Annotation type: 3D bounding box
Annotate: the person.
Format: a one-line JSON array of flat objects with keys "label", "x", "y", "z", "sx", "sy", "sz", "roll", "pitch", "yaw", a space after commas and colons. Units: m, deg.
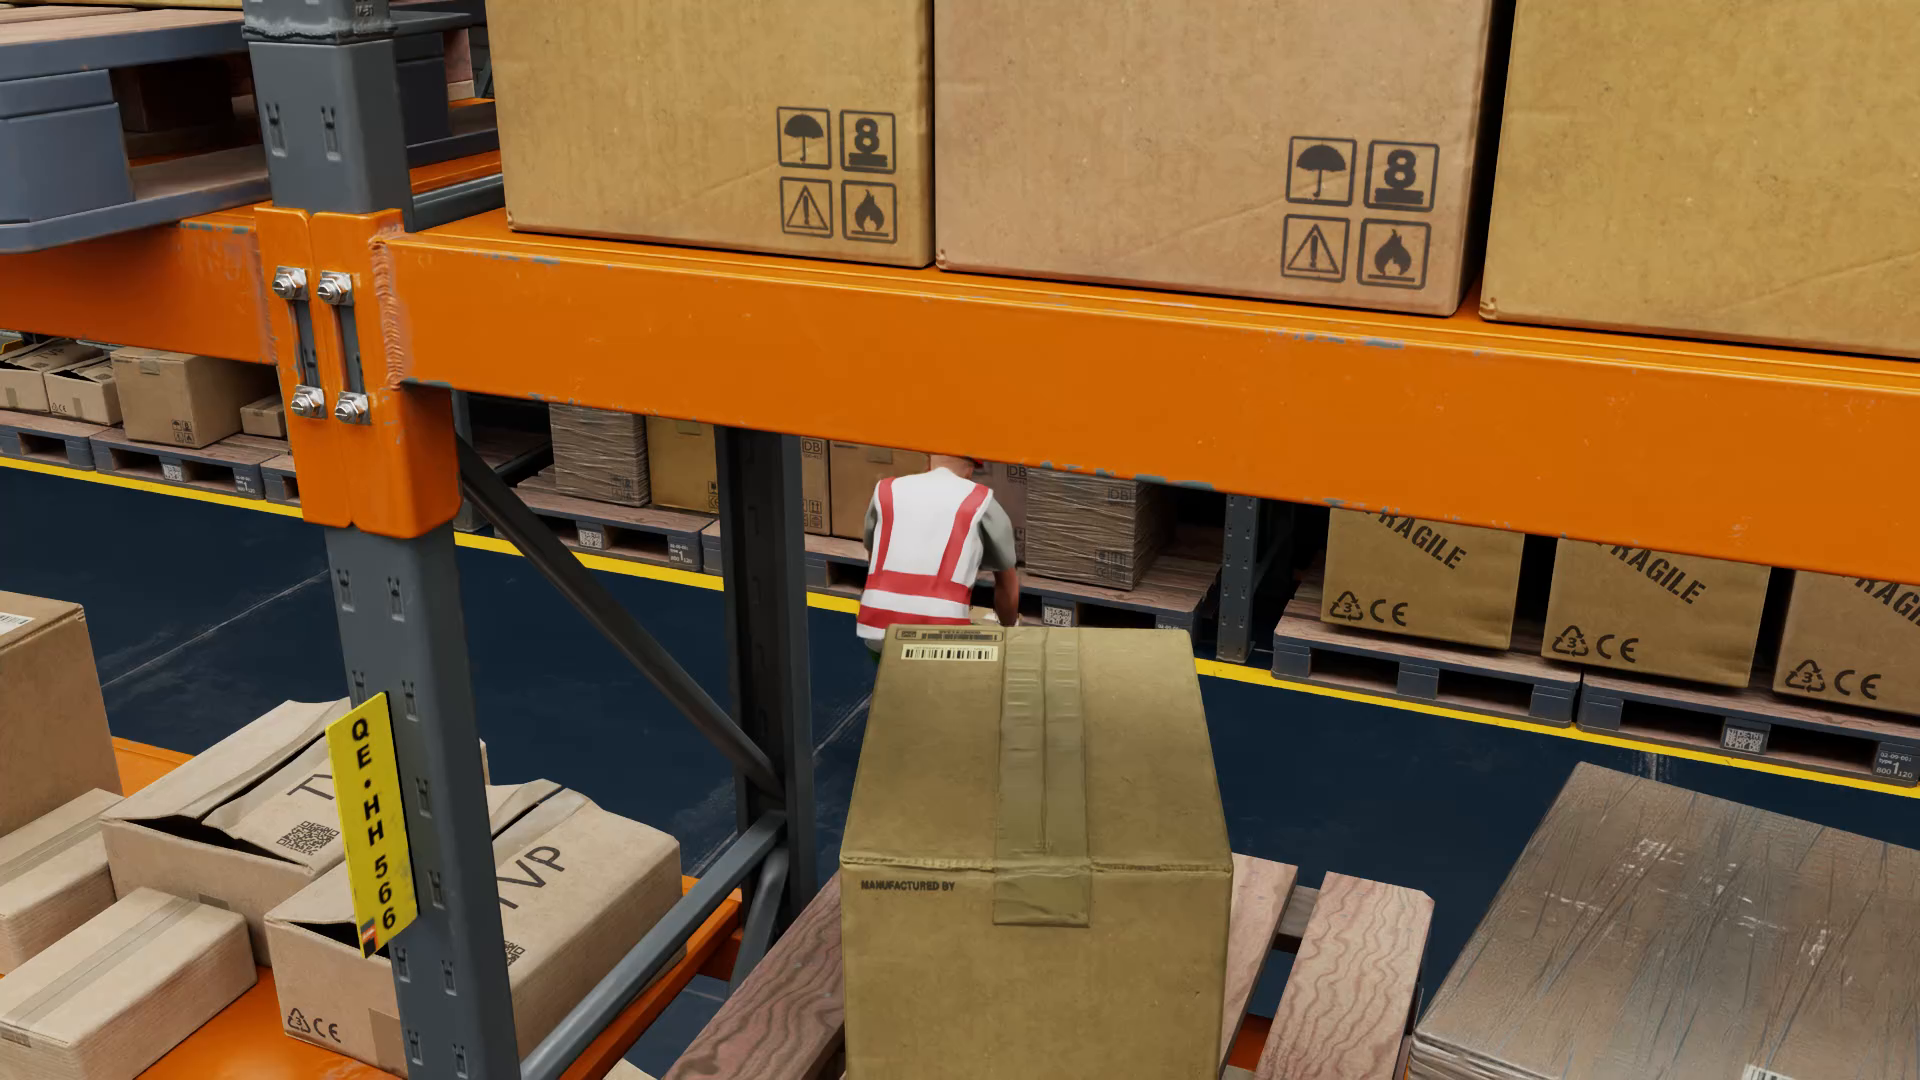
[{"label": "person", "x": -0.110, "y": 0.269, "z": 6.054, "sx": 0.585, "sy": 1.295, "sz": 0.816, "roll": 9, "pitch": 24, "yaw": 20}]
